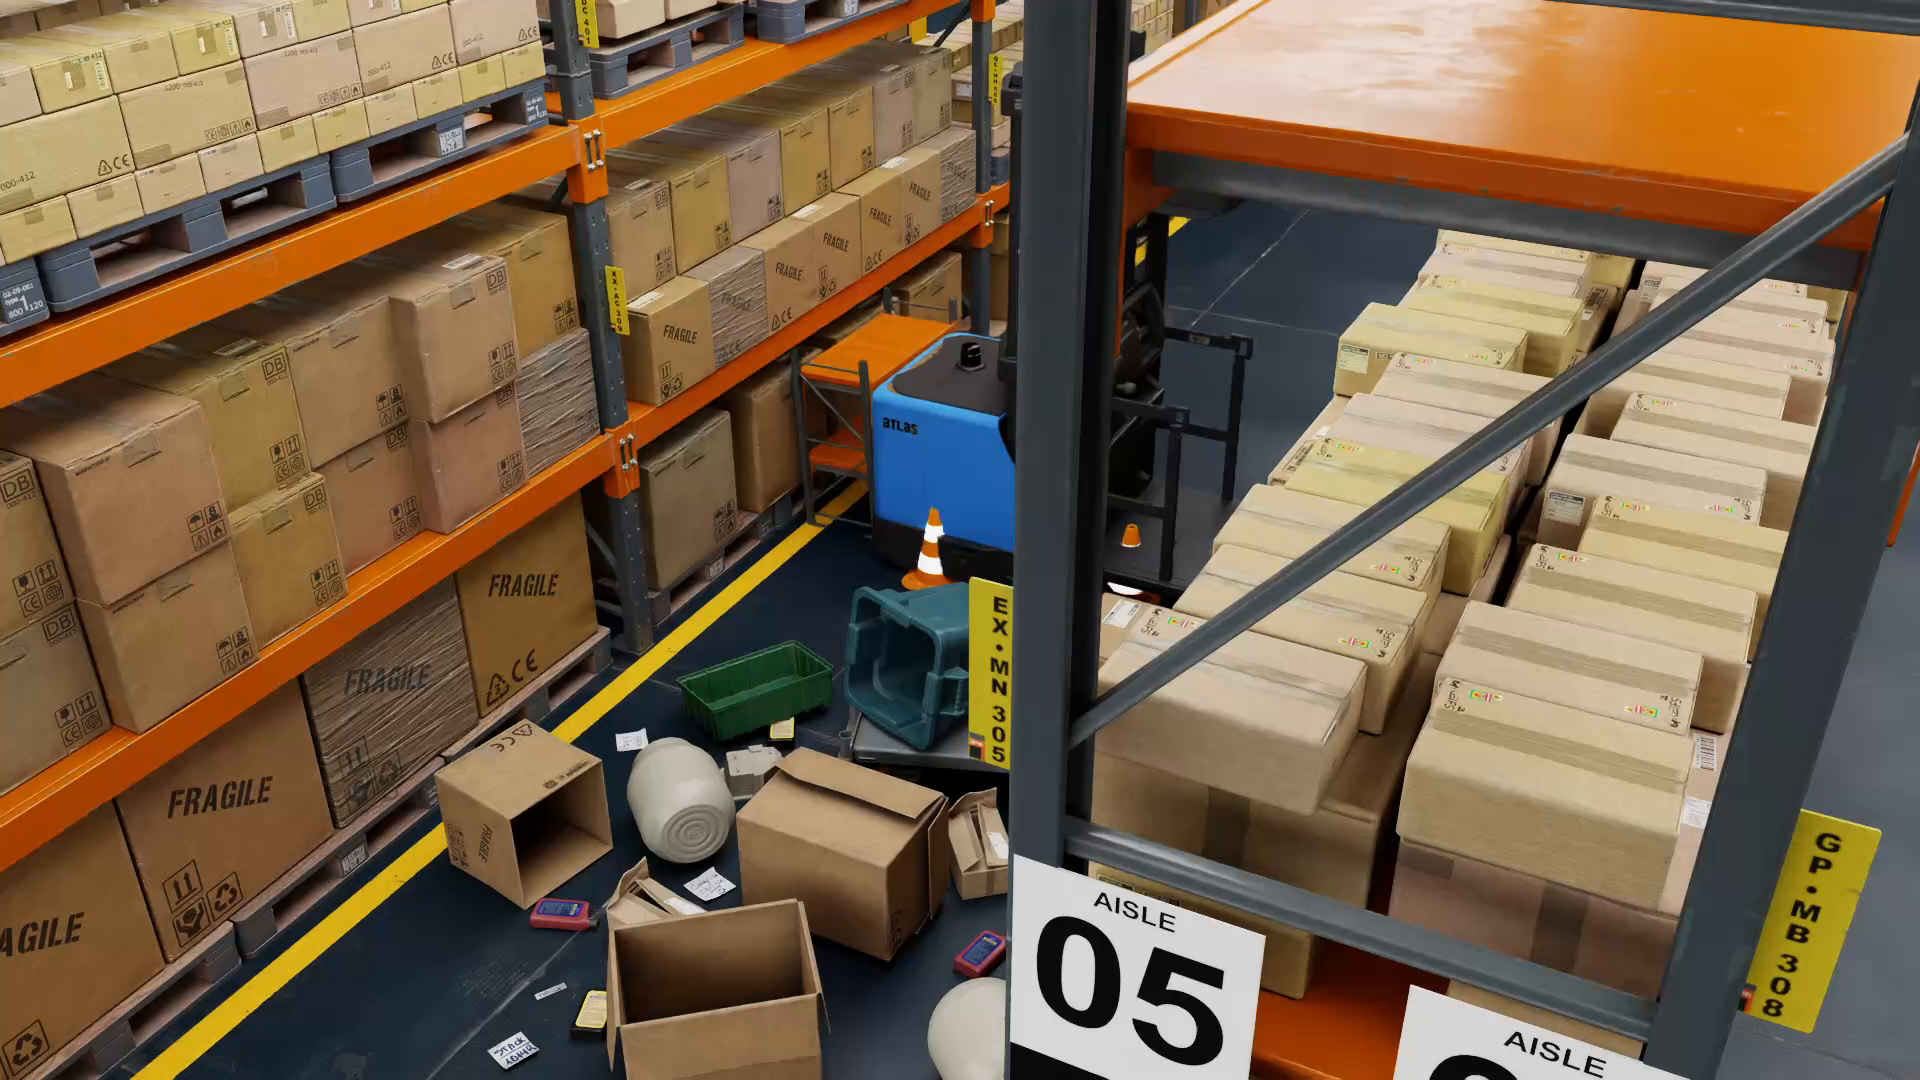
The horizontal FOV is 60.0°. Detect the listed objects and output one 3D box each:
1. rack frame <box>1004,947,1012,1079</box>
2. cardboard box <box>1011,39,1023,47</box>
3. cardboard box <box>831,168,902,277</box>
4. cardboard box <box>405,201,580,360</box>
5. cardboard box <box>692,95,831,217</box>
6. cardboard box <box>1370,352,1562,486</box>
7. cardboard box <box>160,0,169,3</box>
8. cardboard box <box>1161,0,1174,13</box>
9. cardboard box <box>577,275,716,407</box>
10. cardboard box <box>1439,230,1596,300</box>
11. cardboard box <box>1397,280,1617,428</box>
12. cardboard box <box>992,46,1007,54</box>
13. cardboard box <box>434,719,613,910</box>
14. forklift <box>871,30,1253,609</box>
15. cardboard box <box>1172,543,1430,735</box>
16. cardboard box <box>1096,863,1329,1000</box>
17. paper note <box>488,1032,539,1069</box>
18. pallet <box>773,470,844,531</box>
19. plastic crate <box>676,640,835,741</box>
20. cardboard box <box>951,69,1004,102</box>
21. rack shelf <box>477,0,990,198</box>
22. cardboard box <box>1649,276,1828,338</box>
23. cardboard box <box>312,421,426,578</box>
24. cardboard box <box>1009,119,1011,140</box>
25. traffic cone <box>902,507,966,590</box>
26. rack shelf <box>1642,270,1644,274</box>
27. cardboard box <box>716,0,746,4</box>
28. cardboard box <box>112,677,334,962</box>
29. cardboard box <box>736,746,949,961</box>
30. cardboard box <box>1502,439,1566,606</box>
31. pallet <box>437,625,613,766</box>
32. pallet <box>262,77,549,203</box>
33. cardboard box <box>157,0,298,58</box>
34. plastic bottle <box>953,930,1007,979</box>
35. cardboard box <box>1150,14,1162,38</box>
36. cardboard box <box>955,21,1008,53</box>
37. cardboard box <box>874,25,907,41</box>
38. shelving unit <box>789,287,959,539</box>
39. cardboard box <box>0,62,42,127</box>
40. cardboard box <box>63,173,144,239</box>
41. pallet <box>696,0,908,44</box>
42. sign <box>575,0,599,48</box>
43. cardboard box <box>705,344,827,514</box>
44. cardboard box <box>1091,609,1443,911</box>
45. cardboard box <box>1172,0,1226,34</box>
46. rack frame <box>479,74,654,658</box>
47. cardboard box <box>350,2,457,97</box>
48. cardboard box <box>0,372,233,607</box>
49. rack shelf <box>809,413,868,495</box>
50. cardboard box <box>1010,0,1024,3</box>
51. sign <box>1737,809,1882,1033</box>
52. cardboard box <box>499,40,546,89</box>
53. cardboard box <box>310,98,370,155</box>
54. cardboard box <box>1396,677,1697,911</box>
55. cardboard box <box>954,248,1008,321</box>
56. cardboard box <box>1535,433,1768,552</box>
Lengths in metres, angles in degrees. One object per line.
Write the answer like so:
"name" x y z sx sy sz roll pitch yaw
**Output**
"rack frame" 0.544 2.025 3.211 1.000 3.000 0.127 14 33 23
"cardboard box" 0.597 -3.557 12.165 0.380 0.149 0.250 16 33 26
"cardboard box" -0.687 -1.940 10.015 0.500 0.500 0.500 14 33 22
"cardboard box" -2.285 -1.204 7.599 0.875 0.550 0.550 14 33 23
"cardboard box" -1.171 -2.201 9.466 0.700 0.500 0.500 14 33 23
"cardboard box" 1.109 -0.270 3.647 0.380 0.149 0.250 13 32 22
"cardboard box" -3.017 -2.053 6.230 0.380 0.149 0.250 15 33 24
"cardboard box" 1.549 -4.482 13.775 0.380 0.149 0.250 16 33 26
"cardboard box" -1.607 -1.042 8.451 0.500 0.500 0.500 15 33 24
"cardboard box" 1.500 -0.751 4.486 0.380 0.149 0.250 13 32 22
"cardboard box" 1.456 -0.530 4.501 0.500 0.250 0.500 15 33 24
"cardboard box" 0.141 -3.696 12.706 0.380 0.149 0.250 15 33 25
"cardboard box" -1.880 1.178 7.195 0.500 0.500 0.500 21 36 32
"forklift" 1.055 -1.029 8.599 3.031 2.935 1.130 14 33 23
"cardboard box" 0.587 0.165 2.890 0.380 0.149 0.250 15 33 24
"cardboard box" 0.458 0.612 2.913 0.380 0.149 0.250 14 33 23
"paper note" -1.702 1.944 6.336 0.142 0.017 0.144 -25 38 -36
"pallet" -1.247 -0.519 10.442 1.003 0.211 1.213 14 33 23
"plastic crate" -0.999 0.742 8.211 0.662 0.188 0.450 -18 24 -28
"cardboard box" 0.121 -3.094 11.358 0.380 0.149 0.250 14 33 23
"rack shelf" -1.175 -2.702 9.153 1.077 0.370 4.000 14 33 23
"cardboard box" 1.885 -0.505 4.057 0.380 0.149 0.250 15 33 24
"cardboard box" -2.825 -0.263 7.046 0.875 0.550 0.550 14 33 23
"cardboard box" 0.242 -2.944 11.695 0.380 0.149 0.250 16 34 26
"traffic cone" -0.131 0.022 9.247 0.336 0.463 0.334 14 33 23
"rack shelf" 3.277 -1.624 7.275 1.077 0.370 4.000 14 33 23
"cardboard box" -1.216 -2.806 8.342 0.380 0.149 0.250 14 33 23
"cardboard box" -3.259 0.980 6.743 0.875 0.875 0.875 14 33 23
"cardboard box" -0.491 1.279 6.880 0.797 0.637 0.503 14 33 23
"cardboard box" 1.462 0.042 3.504 0.500 0.250 0.500 15 33 25
"pallet" -2.502 0.702 8.315 1.003 0.211 1.213 14 33 23
"pallet" -2.468 -1.728 6.824 1.003 0.211 1.213 14 33 23
"cardboard box" -2.545 -1.796 5.782 0.380 0.149 0.250 14 33 23
"plastic bottle" 0.109 1.673 6.776 0.133 0.061 0.283 21 36 32
"cardboard box" 1.434 -4.237 13.647 0.380 0.149 0.250 15 33 24
"cardboard box" 0.142 -3.825 12.631 0.380 0.149 0.250 16 34 26
"cardboard box" -1.210 -6.275 19.377 0.875 0.875 0.875 14 33 23
"shelving unit" -0.465 -0.770 9.926 0.538 1.125 1.048 13 33 26
"cardboard box" -3.009 -1.342 4.993 0.380 0.149 0.250 14 33 22
"cardboard box" -2.892 -1.109 5.387 0.380 0.149 0.250 14 33 23
"pallet" -1.017 -3.024 9.182 1.003 0.211 1.213 16 33 26
"sign" -1.592 -2.260 7.063 0.100 0.325 0.005 14 33 23
"cardboard box" -1.441 -0.755 9.890 1.050 0.750 0.750 14 33 23
"cardboard box" 0.537 0.372 2.929 0.500 0.250 0.500 14 33 23
"cardboard box" 2.008 -4.707 14.536 0.500 0.500 0.500 14 33 22
"rack frame" -2.086 -0.826 8.177 1.000 3.000 0.127 14 33 23
"cardboard box" -2.313 -1.916 6.392 0.500 0.250 0.500 14 33 23
"cardboard box" -3.161 -0.224 5.893 0.875 0.550 0.550 14 33 23
"rack shelf" -0.454 -0.557 10.045 0.538 0.278 1.000 13 33 26
"cardboard box" 0.613 -4.285 13.434 0.380 0.149 0.250 14 33 23
"sign" 1.027 0.468 2.032 0.100 0.325 0.005 14 33 23
"cardboard box" -1.968 -2.009 6.955 0.380 0.149 0.250 14 33 23
"cardboard box" -2.430 -1.559 6.171 0.380 0.149 0.250 15 33 24
"cardboard box" 0.888 0.376 2.522 0.380 0.149 0.250 14 33 23
"cardboard box" 0.285 -1.953 12.228 0.500 0.500 0.500 13 32 21
"cardboard box" 1.365 -0.062 3.285 0.380 0.149 0.250 14 33 23
